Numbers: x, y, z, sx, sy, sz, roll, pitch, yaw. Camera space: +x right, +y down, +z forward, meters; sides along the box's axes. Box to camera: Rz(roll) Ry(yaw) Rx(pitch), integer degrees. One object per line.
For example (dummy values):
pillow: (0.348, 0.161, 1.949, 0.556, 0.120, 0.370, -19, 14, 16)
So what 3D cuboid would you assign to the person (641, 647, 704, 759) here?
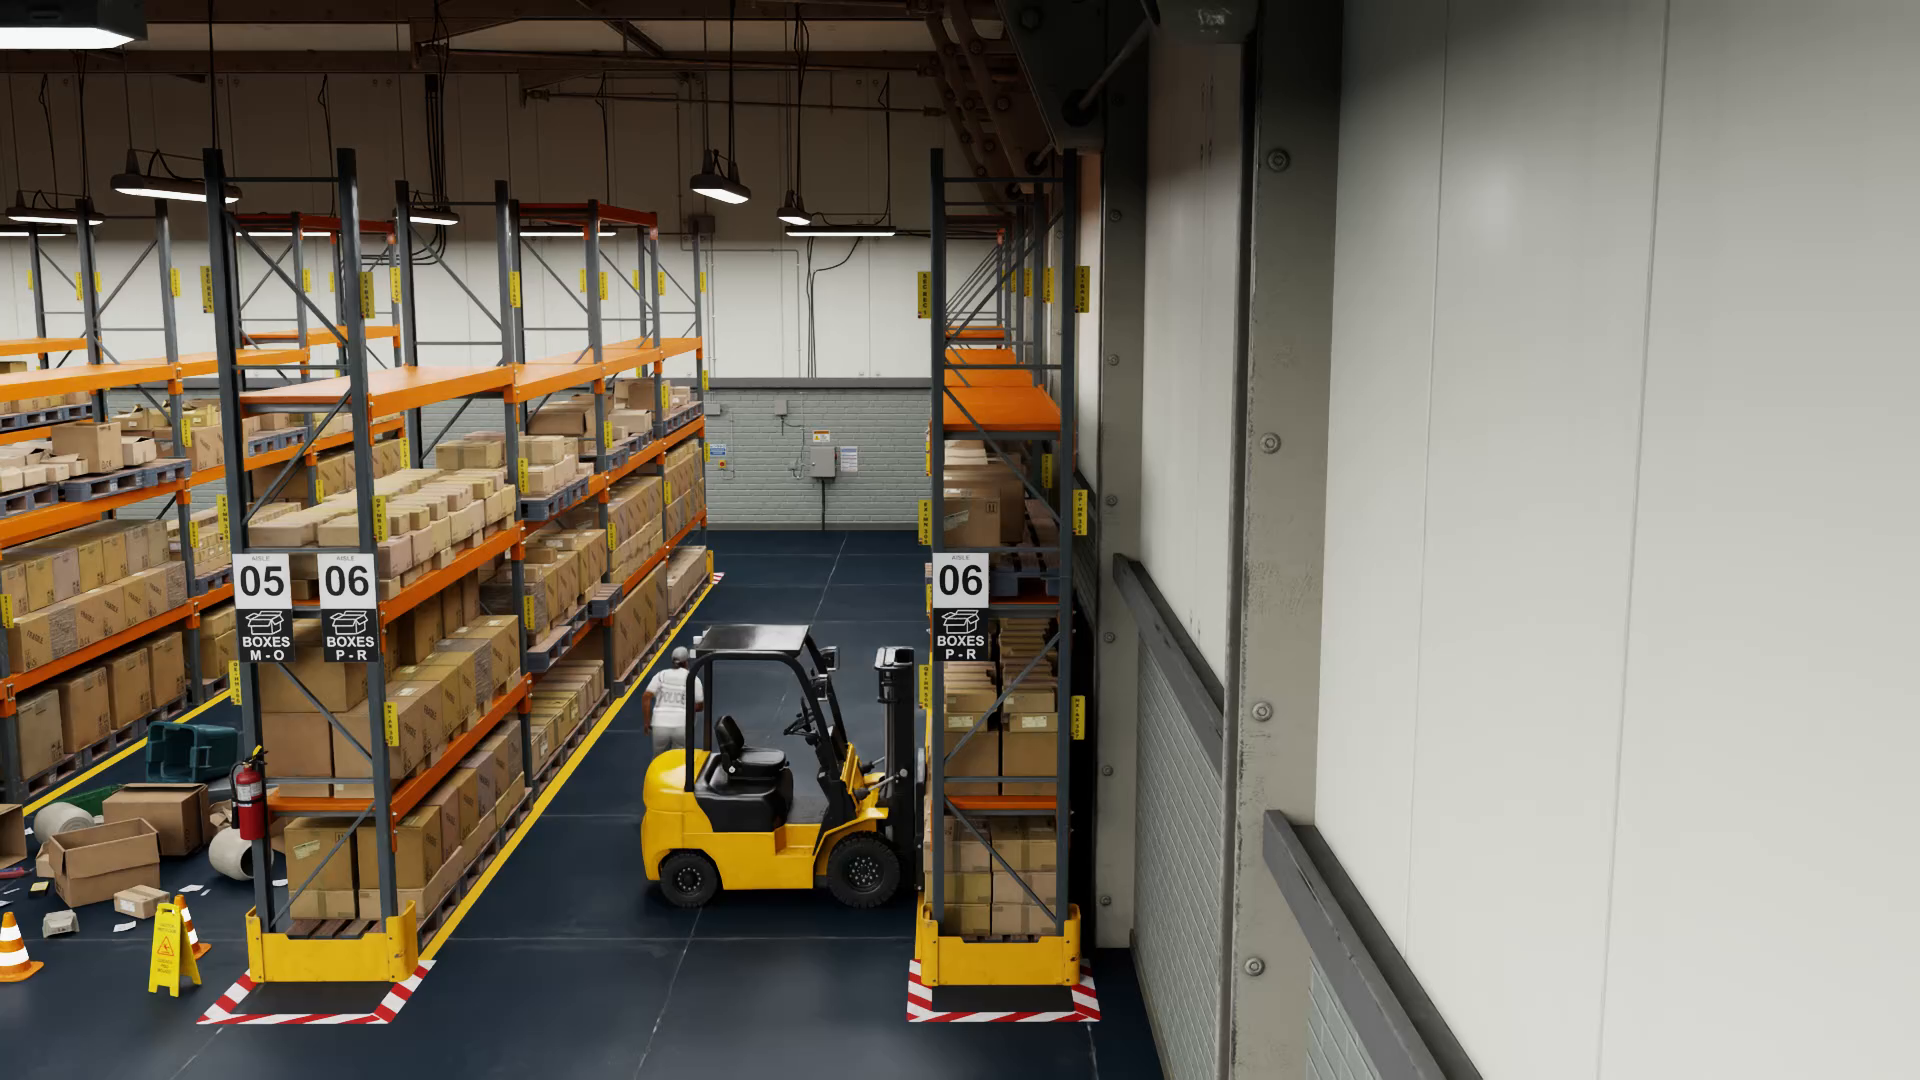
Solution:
person: (-2.778, 1.834, 16.218, 0.604, 1.553, 0.718, 0, 9, 2)
